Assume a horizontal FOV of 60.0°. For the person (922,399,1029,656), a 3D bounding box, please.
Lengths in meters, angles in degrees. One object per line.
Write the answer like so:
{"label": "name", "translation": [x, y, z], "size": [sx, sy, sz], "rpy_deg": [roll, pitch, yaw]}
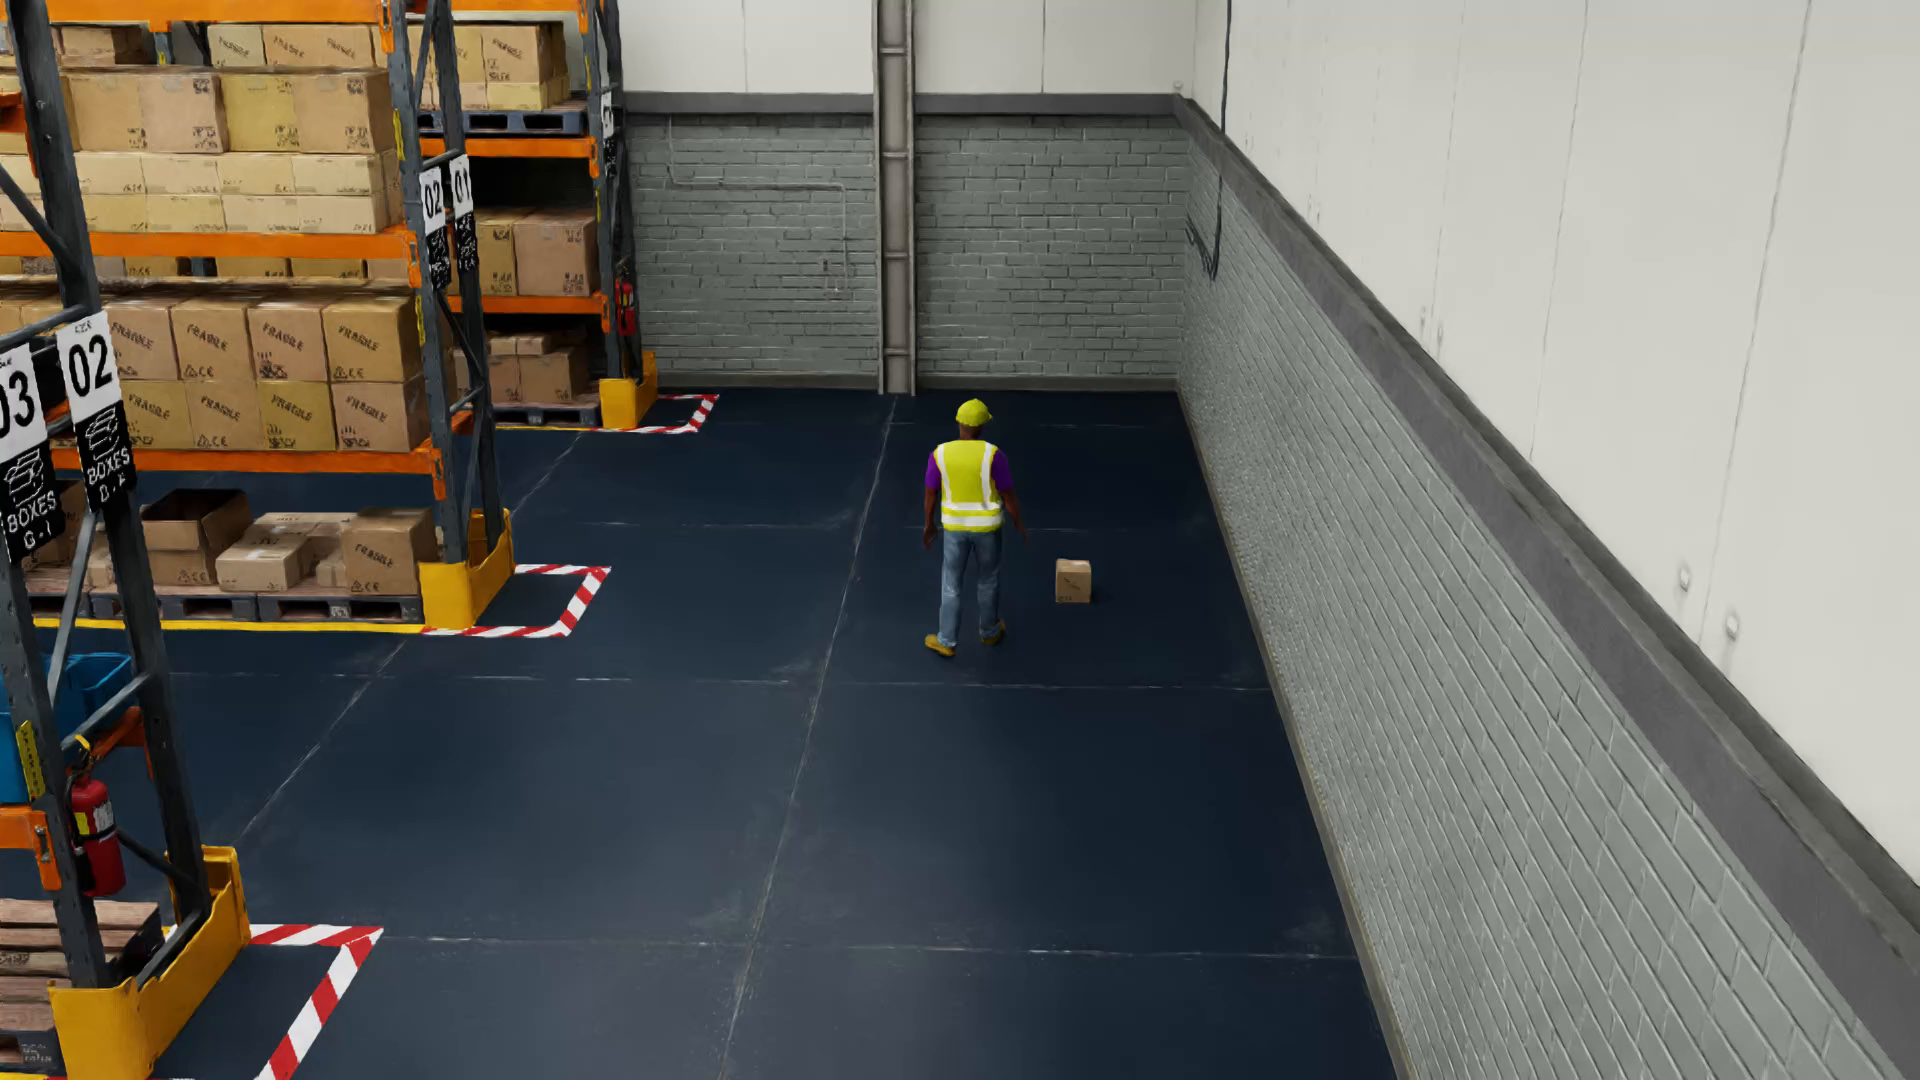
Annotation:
{"label": "person", "translation": [0.113, -0.107, 11.290], "size": [0.729, 1.768, 0.574], "rpy_deg": [4, 21, 10]}
